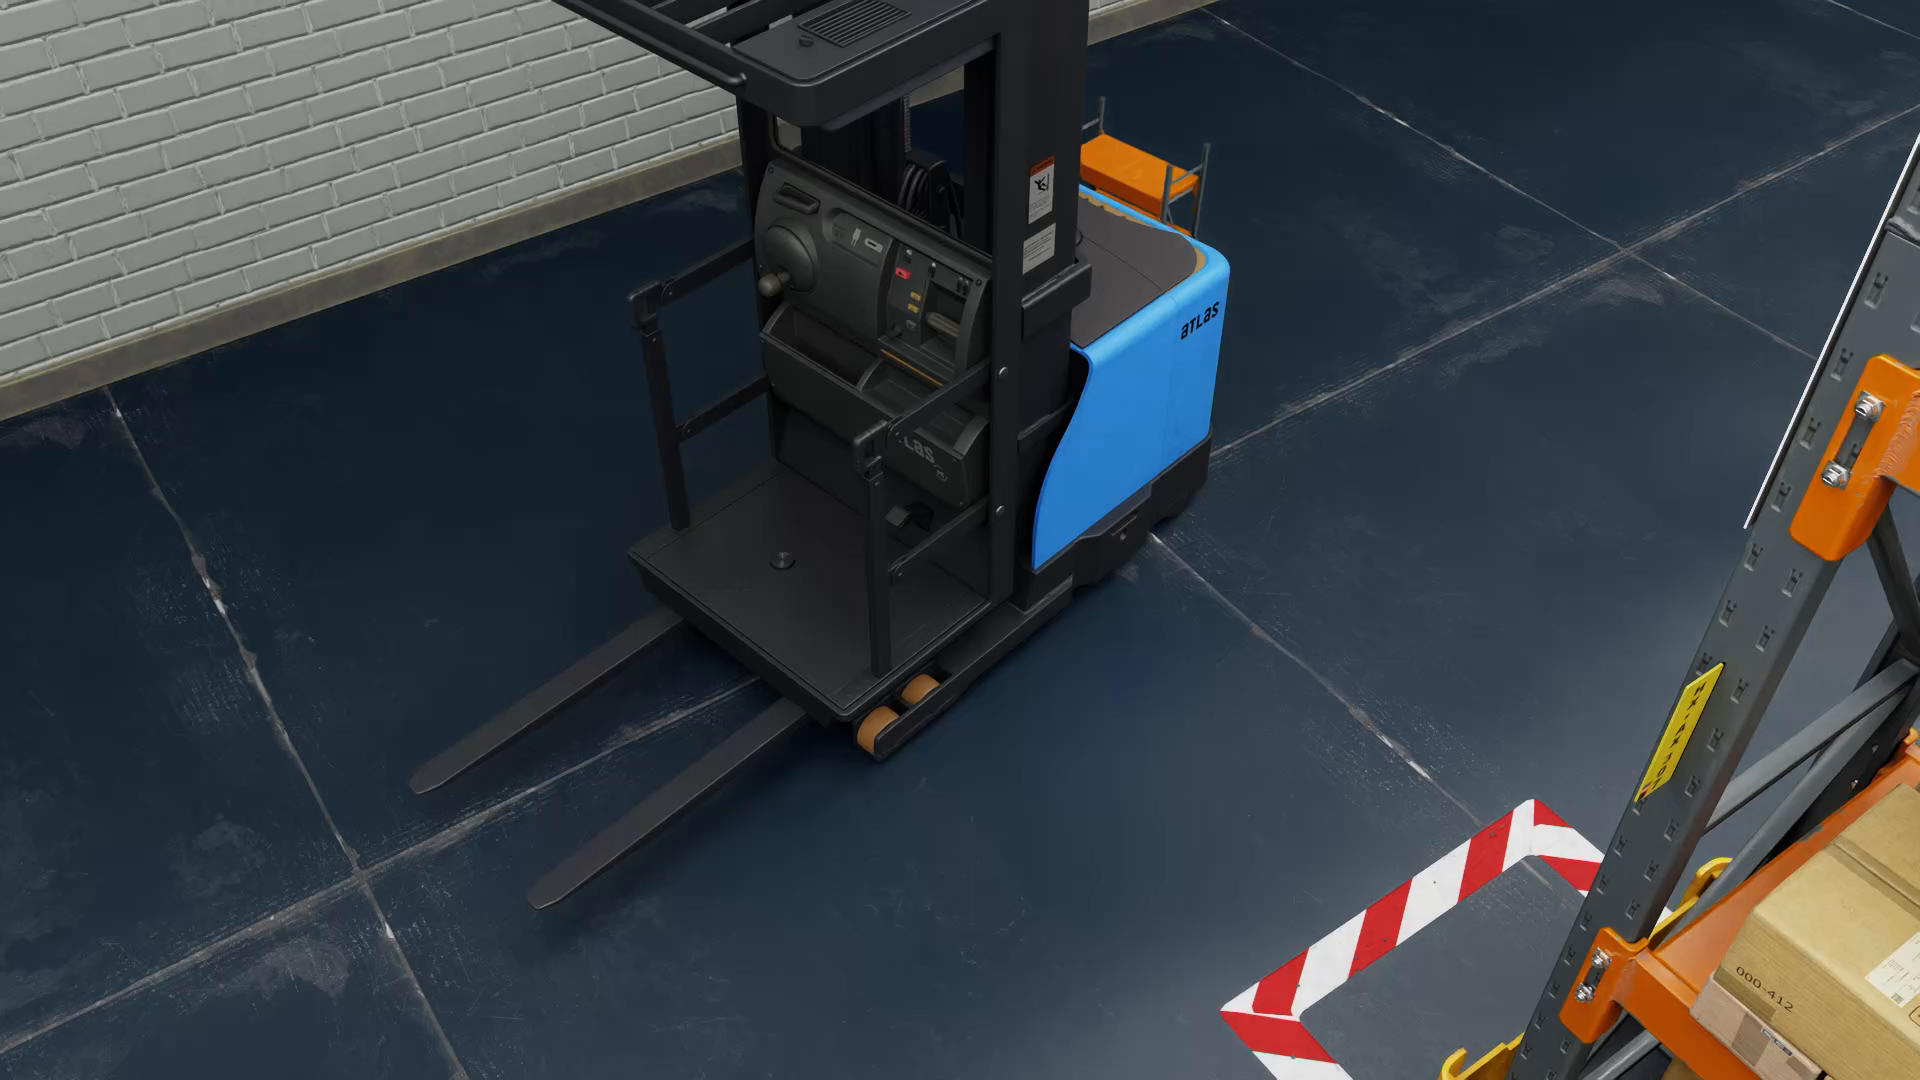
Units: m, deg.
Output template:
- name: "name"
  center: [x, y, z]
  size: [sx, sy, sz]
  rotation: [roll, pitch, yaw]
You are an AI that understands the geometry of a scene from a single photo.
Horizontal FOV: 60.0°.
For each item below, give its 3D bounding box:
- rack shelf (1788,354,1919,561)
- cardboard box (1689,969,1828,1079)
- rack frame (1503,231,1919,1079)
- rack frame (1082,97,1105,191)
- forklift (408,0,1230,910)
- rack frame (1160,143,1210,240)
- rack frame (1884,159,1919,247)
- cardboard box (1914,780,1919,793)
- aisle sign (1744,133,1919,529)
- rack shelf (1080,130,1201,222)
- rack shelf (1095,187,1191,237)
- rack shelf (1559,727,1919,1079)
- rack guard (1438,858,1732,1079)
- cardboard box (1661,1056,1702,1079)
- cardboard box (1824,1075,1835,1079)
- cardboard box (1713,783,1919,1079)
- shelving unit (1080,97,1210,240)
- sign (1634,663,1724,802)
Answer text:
- name: "rack shelf"
  center: [2.907, 0.788, 1.601]
  size: [1.077, 0.370, 4.000]
  rotation: [-26, 49, -24]
- name: "cardboard box"
  center: [1.696, 0.902, 3.314]
  size: [0.380, 0.149, 0.250]
  rotation: [-25, 49, -24]
- name: "rack frame"
  center: [1.763, 0.480, 3.575]
  size: [1.000, 3.000, 0.127]
  rotation: [-26, 49, -24]
- name: "rack frame"
  center: [0.440, -1.160, 6.587]
  size: [0.015, 1.200, 0.240]
  rotation: [33, 50, 29]
- name: "forklift"
  center: [-0.427, -0.747, 4.910]
  size: [1.130, 2.935, 3.031]
  rotation: [33, 53, 30]
- name: "rack frame"
  center: [0.799, -0.932, 6.348]
  size: [0.015, 1.200, 0.240]
  rotation: [33, 50, 29]
- name: "rack frame"
  center: [1.763, -1.690, 1.503]
  size: [1.000, 3.000, 0.127]
  rotation: [-26, 49, -24]
- name: "cardboard box"
  center: [2.258, 0.596, 3.346]
  size: [0.500, 0.250, 0.500]
  rotation: [-26, 50, -25]
- name: "aisle sign"
  center: [1.476, -0.383, 2.596]
  size: [0.394, 0.787, 0.004]
  rotation: [-26, 49, -24]
- name: "rack shelf"
  center: [0.633, -1.340, 6.207]
  size: [0.480, 0.148, 0.258]
  rotation: [33, 50, 29]
- name: "rack shelf"
  center: [0.625, -1.163, 6.364]
  size: [0.480, 0.148, 0.258]
  rotation: [33, 50, 29]
- name: "rack shelf"
  center: [2.907, 1.873, 2.637]
  size: [1.077, 0.370, 4.000]
  rotation: [-26, 49, -24]
- name: "rack guard"
  center: [1.750, 1.371, 4.452]
  size: [1.175, 0.500, 0.348]
  rotation: [-26, 49, -24]
- name: "cardboard box"
  center: [2.195, 1.428, 3.817]
  size: [0.875, 0.875, 0.875]
  rotation: [-26, 49, -24]
- name: "cardboard box"
  center: [1.844, 1.047, 3.163]
  size: [0.380, 0.149, 0.250]
  rotation: [-26, 50, -25]
- name: "cardboard box"
  center: [1.816, 0.805, 3.127]
  size: [0.500, 0.250, 0.500]
  rotation: [-27, 50, -25]
- name: "shelving unit"
  center: [0.619, -1.046, 6.468]
  size: [0.503, 1.200, 0.258]
  rotation: [33, 50, 29]
- name: "sign"
  center: [1.305, 0.354, 3.022]
  size: [0.100, 0.325, 0.005]
  rotation: [-26, 49, -24]
